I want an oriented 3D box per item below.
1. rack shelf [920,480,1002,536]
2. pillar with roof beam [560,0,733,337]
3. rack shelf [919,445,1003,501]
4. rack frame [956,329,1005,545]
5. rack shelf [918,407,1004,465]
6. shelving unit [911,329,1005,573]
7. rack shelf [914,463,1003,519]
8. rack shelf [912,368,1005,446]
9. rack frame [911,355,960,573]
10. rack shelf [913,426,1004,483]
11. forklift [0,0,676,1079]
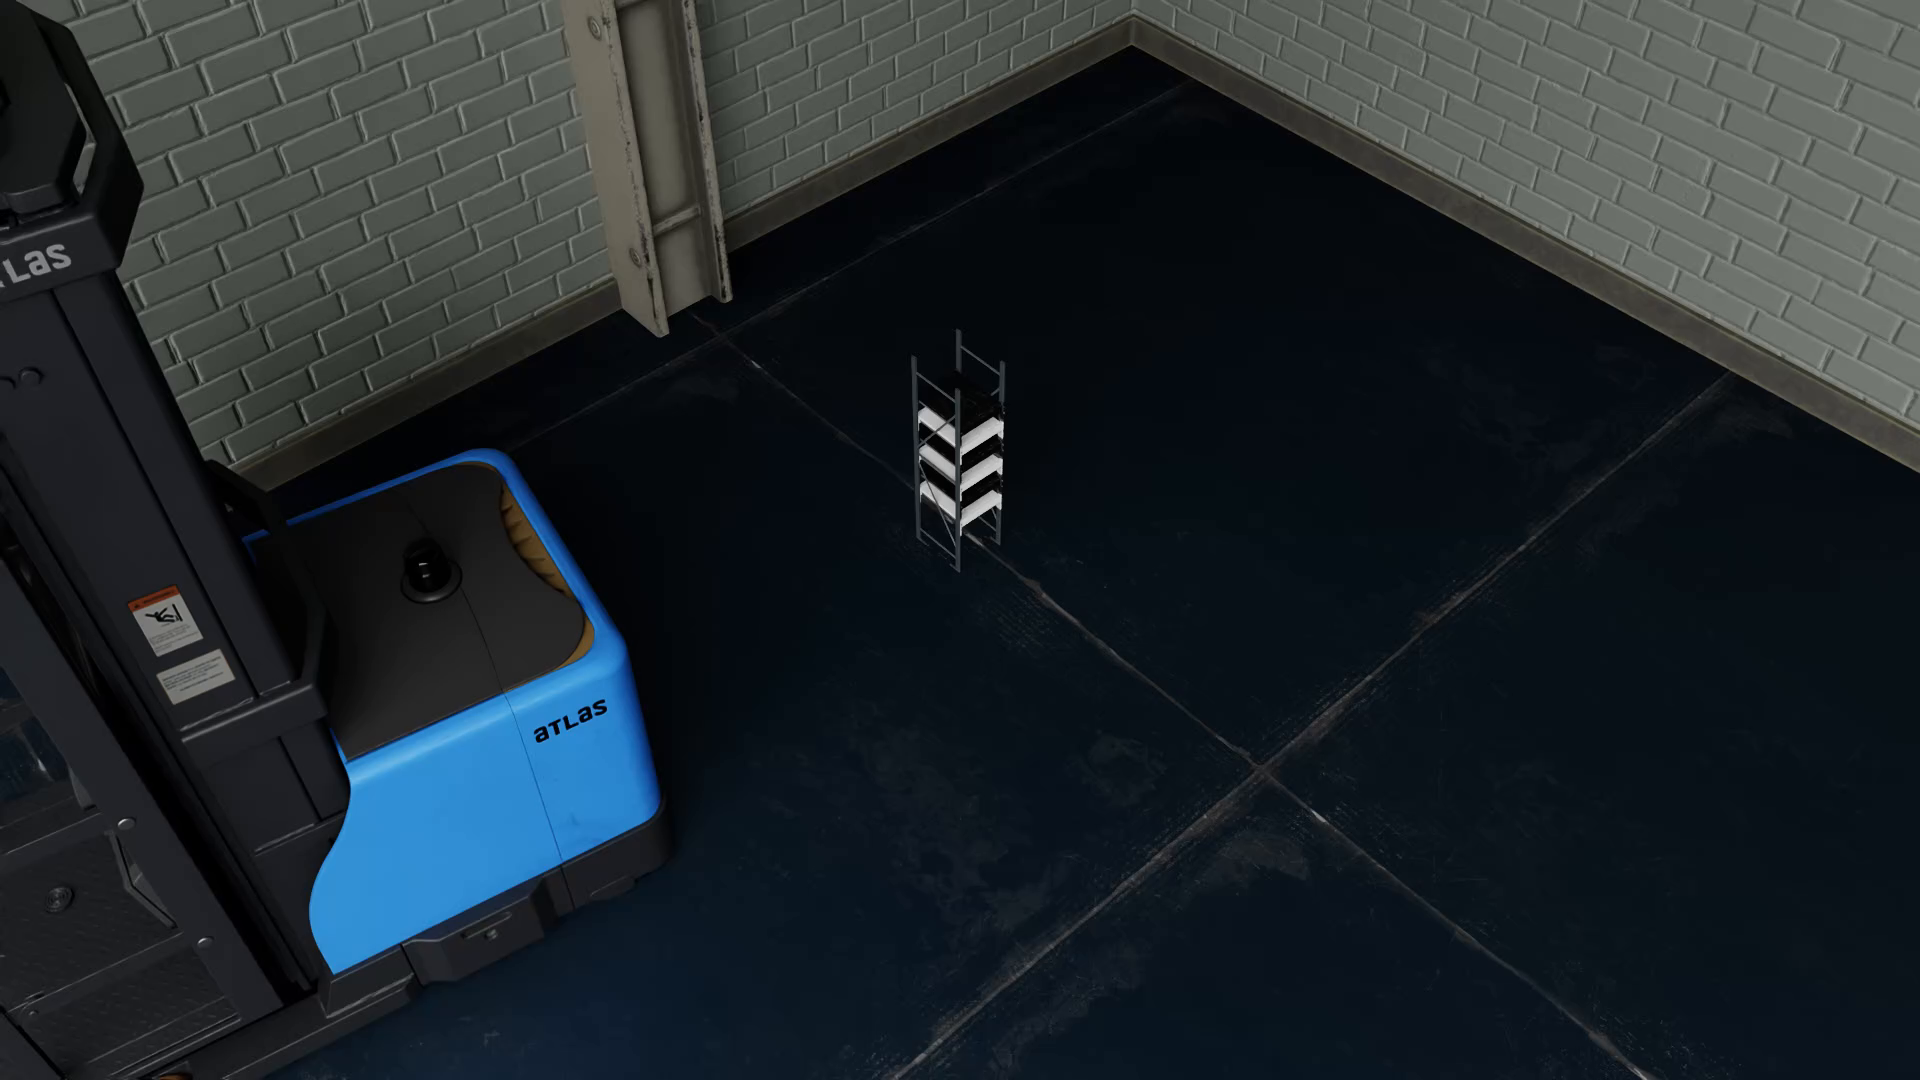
[{"bbox_3d":[-0.006,-0.156,6.072,0.200,0.077,0.258,-34,56,-27],"label":"rack shelf"},{"bbox_3d":[1.666,-1.747,1.739,0.400,9.000,9.100,-34,56,-27],"label":"pillar with roof beam"},{"bbox_3d":[-0.006,-0.279,5.940,0.200,0.077,0.258,-34,56,-27],"label":"rack shelf"},{"bbox_3d":[0.069,-0.351,5.962,0.006,0.900,0.240,-34,56,-27],"label":"rack frame"},{"bbox_3d":[-0.006,-0.401,5.808,0.200,0.077,0.258,-34,56,-27],"label":"rack shelf"},{"bbox_3d":[-0.006,-0.301,5.916,0.210,0.900,0.258,-34,56,-27],"label":"shelving unit"},{"bbox_3d":[-0.006,-0.218,6.006,0.200,0.077,0.258,-34,56,-27],"label":"rack shelf"},{"bbox_3d":[-0.006,-0.462,5.742,0.200,0.077,0.258,-34,56,-27],"label":"rack shelf"},{"bbox_3d":[-0.081,-0.251,5.869,0.006,0.900,0.240,-34,56,-27],"label":"rack frame"},{"bbox_3d":[-0.006,-0.340,5.874,0.200,0.077,0.258,-34,56,-27],"label":"rack shelf"},{"bbox_3d":[-2.423,0.302,3.977,3.031,2.935,1.130,-25,52,-21],"label":"forklift"}]
